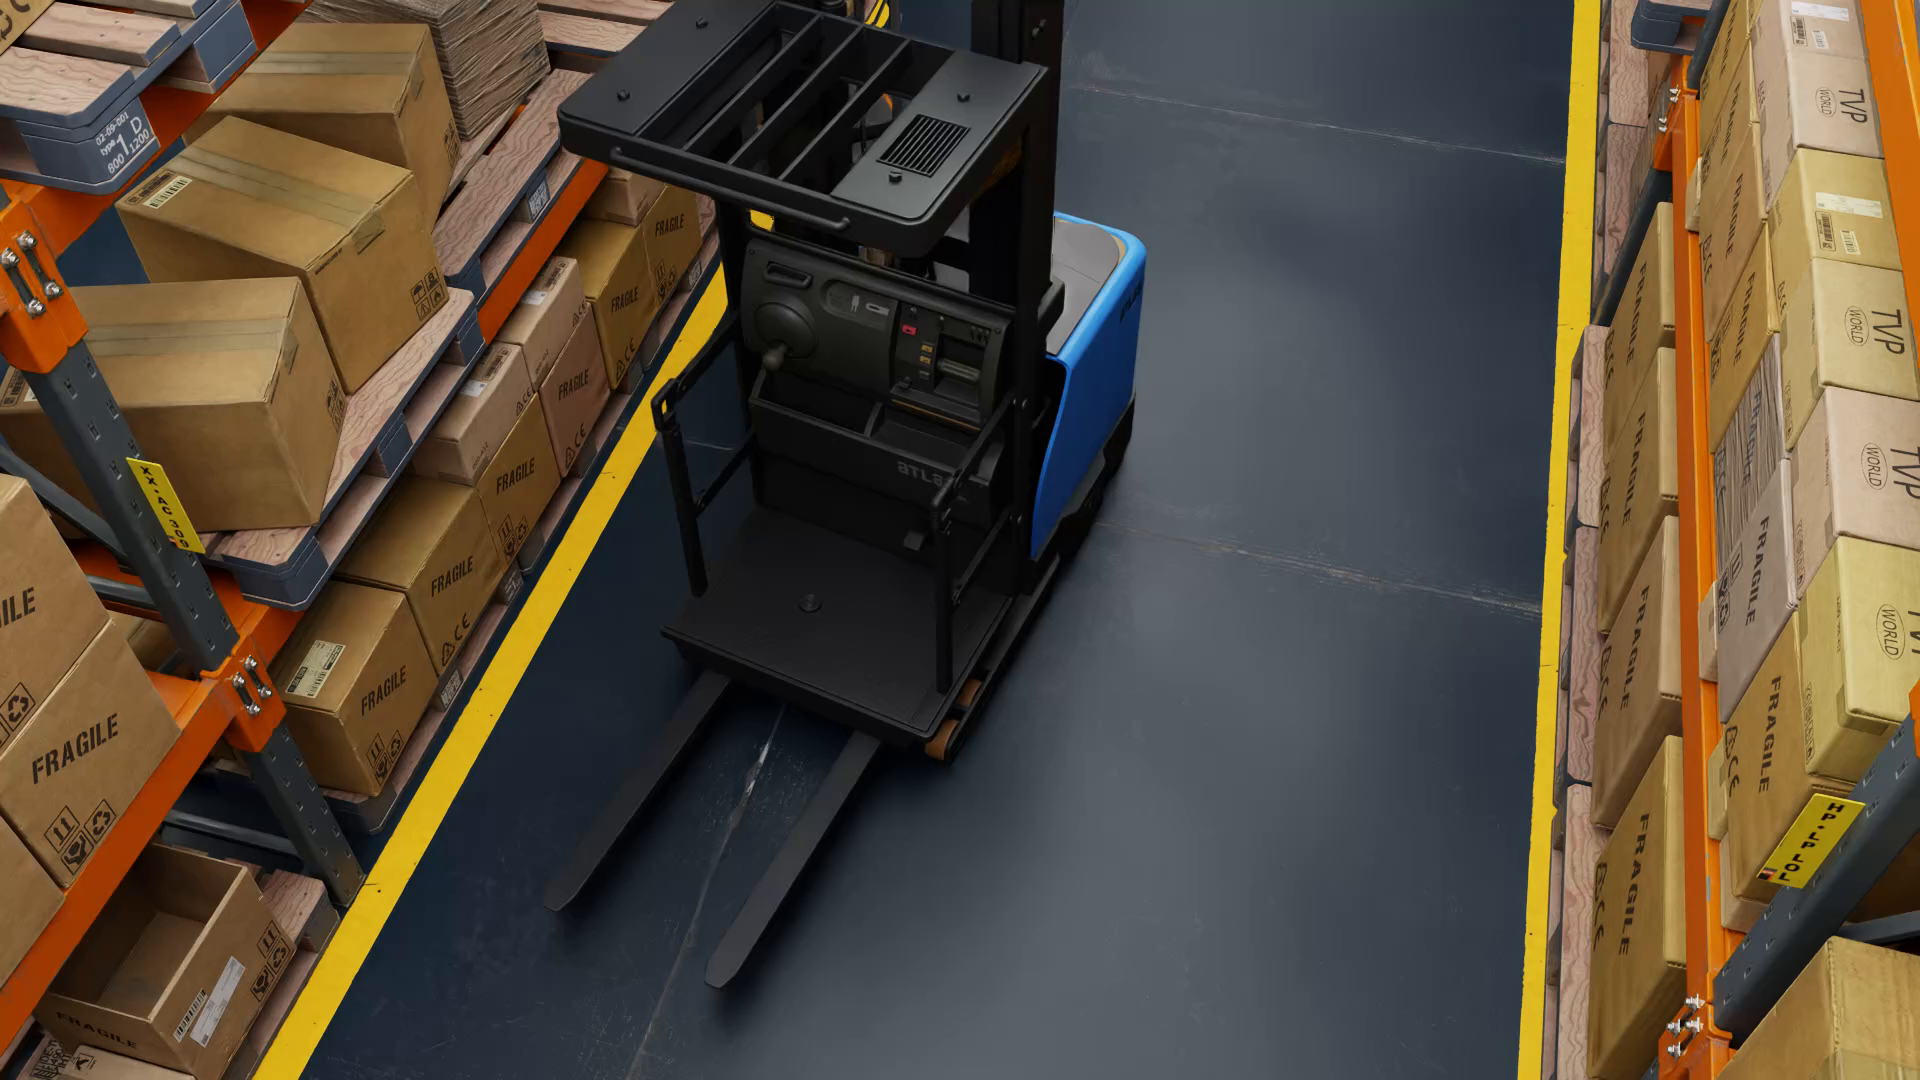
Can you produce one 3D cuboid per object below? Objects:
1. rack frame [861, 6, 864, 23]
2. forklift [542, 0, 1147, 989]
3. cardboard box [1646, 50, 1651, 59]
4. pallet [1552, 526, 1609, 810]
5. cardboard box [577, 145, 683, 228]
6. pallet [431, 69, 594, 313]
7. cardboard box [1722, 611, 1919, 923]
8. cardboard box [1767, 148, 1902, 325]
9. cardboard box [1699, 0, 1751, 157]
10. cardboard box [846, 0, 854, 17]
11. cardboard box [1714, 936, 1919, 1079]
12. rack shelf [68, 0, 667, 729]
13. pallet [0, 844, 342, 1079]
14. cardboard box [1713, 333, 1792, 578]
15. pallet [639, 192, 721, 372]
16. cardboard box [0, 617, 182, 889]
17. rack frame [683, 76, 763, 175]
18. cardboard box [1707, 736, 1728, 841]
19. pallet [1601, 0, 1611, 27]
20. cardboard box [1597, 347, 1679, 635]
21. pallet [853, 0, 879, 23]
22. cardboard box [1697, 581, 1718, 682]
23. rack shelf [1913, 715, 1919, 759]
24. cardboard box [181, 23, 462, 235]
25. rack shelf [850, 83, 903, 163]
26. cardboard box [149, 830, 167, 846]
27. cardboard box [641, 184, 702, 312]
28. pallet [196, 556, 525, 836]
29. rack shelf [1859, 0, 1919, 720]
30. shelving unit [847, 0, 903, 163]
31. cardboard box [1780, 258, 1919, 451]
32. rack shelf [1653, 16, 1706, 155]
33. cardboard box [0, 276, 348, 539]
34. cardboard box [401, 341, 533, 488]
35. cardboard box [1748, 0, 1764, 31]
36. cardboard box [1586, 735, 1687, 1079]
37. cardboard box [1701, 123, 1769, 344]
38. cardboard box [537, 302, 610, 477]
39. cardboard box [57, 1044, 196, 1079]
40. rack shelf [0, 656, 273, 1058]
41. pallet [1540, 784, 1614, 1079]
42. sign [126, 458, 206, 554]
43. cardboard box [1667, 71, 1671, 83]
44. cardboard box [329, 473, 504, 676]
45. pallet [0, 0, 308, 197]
[{"bbox_3d":[-0.573,-1.784,6.843,0.400,2.100,0.015,-15,50,-13],"label":"rack frame"},{"bbox_3d":[-0.381,-0.561,5.209,1.130,2.935,3.031,20,52,17],"label":"forklift"},{"bbox_3d":[3.933,-2.748,8.467,0.700,0.500,0.500,12,50,10],"label":"cardboard box"},{"bbox_3d":[2.715,0.541,6.051,1.003,0.211,1.213,12,50,10],"label":"pallet"},{"bbox_3d":[-1.492,-1.594,6.948,0.500,0.250,0.500,13,50,11],"label":"cardboard box"},{"bbox_3d":[-1.969,-1.320,5.962,1.003,0.211,1.213,12,50,10],"label":"pallet"},{"bbox_3d":[2.144,0.555,3.900,0.500,0.500,0.500,11,49,9],"label":"cardboard box"},{"bbox_3d":[2.554,-0.804,4.599,0.500,0.250,0.500,11,49,9],"label":"cardboard box"},{"bbox_3d":[2.944,-1.654,5.850,0.500,0.500,0.500,13,50,11],"label":"cardboard box"},{"bbox_3d":[-0.778,-3.083,8.943,0.500,0.250,0.500,10,49,9],"label":"cardboard box"},{"bbox_3d":[2.107,1.366,3.262,0.980,0.700,0.700,12,50,11],"label":"cardboard box"},{"bbox_3d":[-1.988,-1.107,6.125,1.077,0.370,4.000,12,50,10],"label":"rack shelf"},{"bbox_3d":[-2.696,1.521,5.186,1.003,0.211,1.213,12,50,10],"label":"pallet"},{"bbox_3d":[2.409,-0.178,4.547,0.500,0.500,0.500,12,50,10],"label":"cardboard box"},{"bbox_3d":[-1.694,-1.336,7.707,1.003,0.211,1.213,12,50,10],"label":"pallet"},{"bbox_3d":[-2.398,0.481,4.177,0.500,0.500,0.500,12,50,11],"label":"cardboard box"},{"bbox_3d":[-1.461,-2.792,7.132,1.000,3.000,0.127,12,50,10],"label":"rack frame"},{"bbox_3d":[2.125,0.665,4.235,0.380,0.149,0.250,12,50,11],"label":"cardboard box"},{"bbox_3d":[4.168,-3.224,9.373,1.003,0.211,1.213,12,50,10],"label":"pallet"},{"bbox_3d":[2.762,-0.106,5.915,0.750,0.750,0.750,11,50,10],"label":"cardboard box"},{"bbox_3d":[-0.884,-3.336,9.473,1.003,0.211,1.213,12,50,10],"label":"pallet"},{"bbox_3d":[2.250,0.284,4.572,0.380,0.149,0.250,12,50,10],"label":"cardboard box"},{"bbox_3d":[1.739,1.769,1.586,1.077,0.370,4.000,12,50,10],"label":"rack shelf"},{"bbox_3d":[-2.109,-1.360,5.522,0.700,0.500,0.500,0,49,0],"label":"cardboard box"},{"bbox_3d":[-0.492,-1.602,6.700,0.431,0.518,0.480,-15,50,-13],"label":"rack shelf"},{"bbox_3d":[-2.833,1.107,5.191,0.500,0.311,0.500,12,50,10],"label":"cardboard box"},{"bbox_3d":[-1.481,-1.387,7.266,0.500,0.500,0.500,13,50,12],"label":"cardboard box"},{"bbox_3d":[-2.337,0.429,6.150,1.003,0.211,1.213,12,50,10],"label":"pallet"},{"bbox_3d":[2.792,-1.125,4.140,1.077,0.370,4.000,12,50,10],"label":"rack shelf"},{"bbox_3d":[-0.492,-1.611,6.690,0.431,2.100,0.503,-15,50,-13],"label":"shelving unit"},{"bbox_3d":[2.420,-0.435,4.273,0.500,0.250,0.500,12,50,11],"label":"cardboard box"},{"bbox_3d":[3.845,-3.025,7.818,1.077,0.370,4.000,12,50,10],"label":"rack shelf"},{"bbox_3d":[-2.174,-0.369,4.647,0.700,0.500,0.500,-3,49,-3],"label":"cardboard box"},{"bbox_3d":[-1.889,-0.490,5.974,0.500,0.250,0.500,12,50,10],"label":"cardboard box"},{"bbox_3d":[2.943,-1.905,5.571,0.500,0.250,0.500,13,50,11],"label":"cardboard box"},{"bbox_3d":[2.311,1.153,4.804,0.750,0.750,0.750,12,50,10],"label":"cardboard box"},{"bbox_3d":[2.665,-0.918,5.200,0.500,0.500,0.500,11,50,10],"label":"cardboard box"},{"bbox_3d":[-1.750,-0.632,6.600,0.500,0.500,0.500,10,49,9],"label":"cardboard box"},{"bbox_3d":[-2.431,1.651,4.819,0.380,0.149,0.250,12,50,10],"label":"cardboard box"},{"bbox_3d":[-3.041,1.786,3.571,1.077,0.370,4.000,12,50,10],"label":"rack shelf"},{"bbox_3d":[2.396,1.426,5.269,1.003,0.211,1.213,12,50,10],"label":"pallet"},{"bbox_3d":[-1.989,-0.083,4.164,0.100,0.325,0.005,12,50,10],"label":"sign"},{"bbox_3d":[3.706,-2.016,7.821,0.700,0.500,0.500,11,50,10],"label":"cardboard box"},{"bbox_3d":[-2.022,0.093,5.959,0.500,0.500,0.500,12,50,11],"label":"cardboard box"},{"bbox_3d":[-2.275,-1.287,3.928,1.213,0.211,1.003,12,50,10],"label":"pallet"}]
